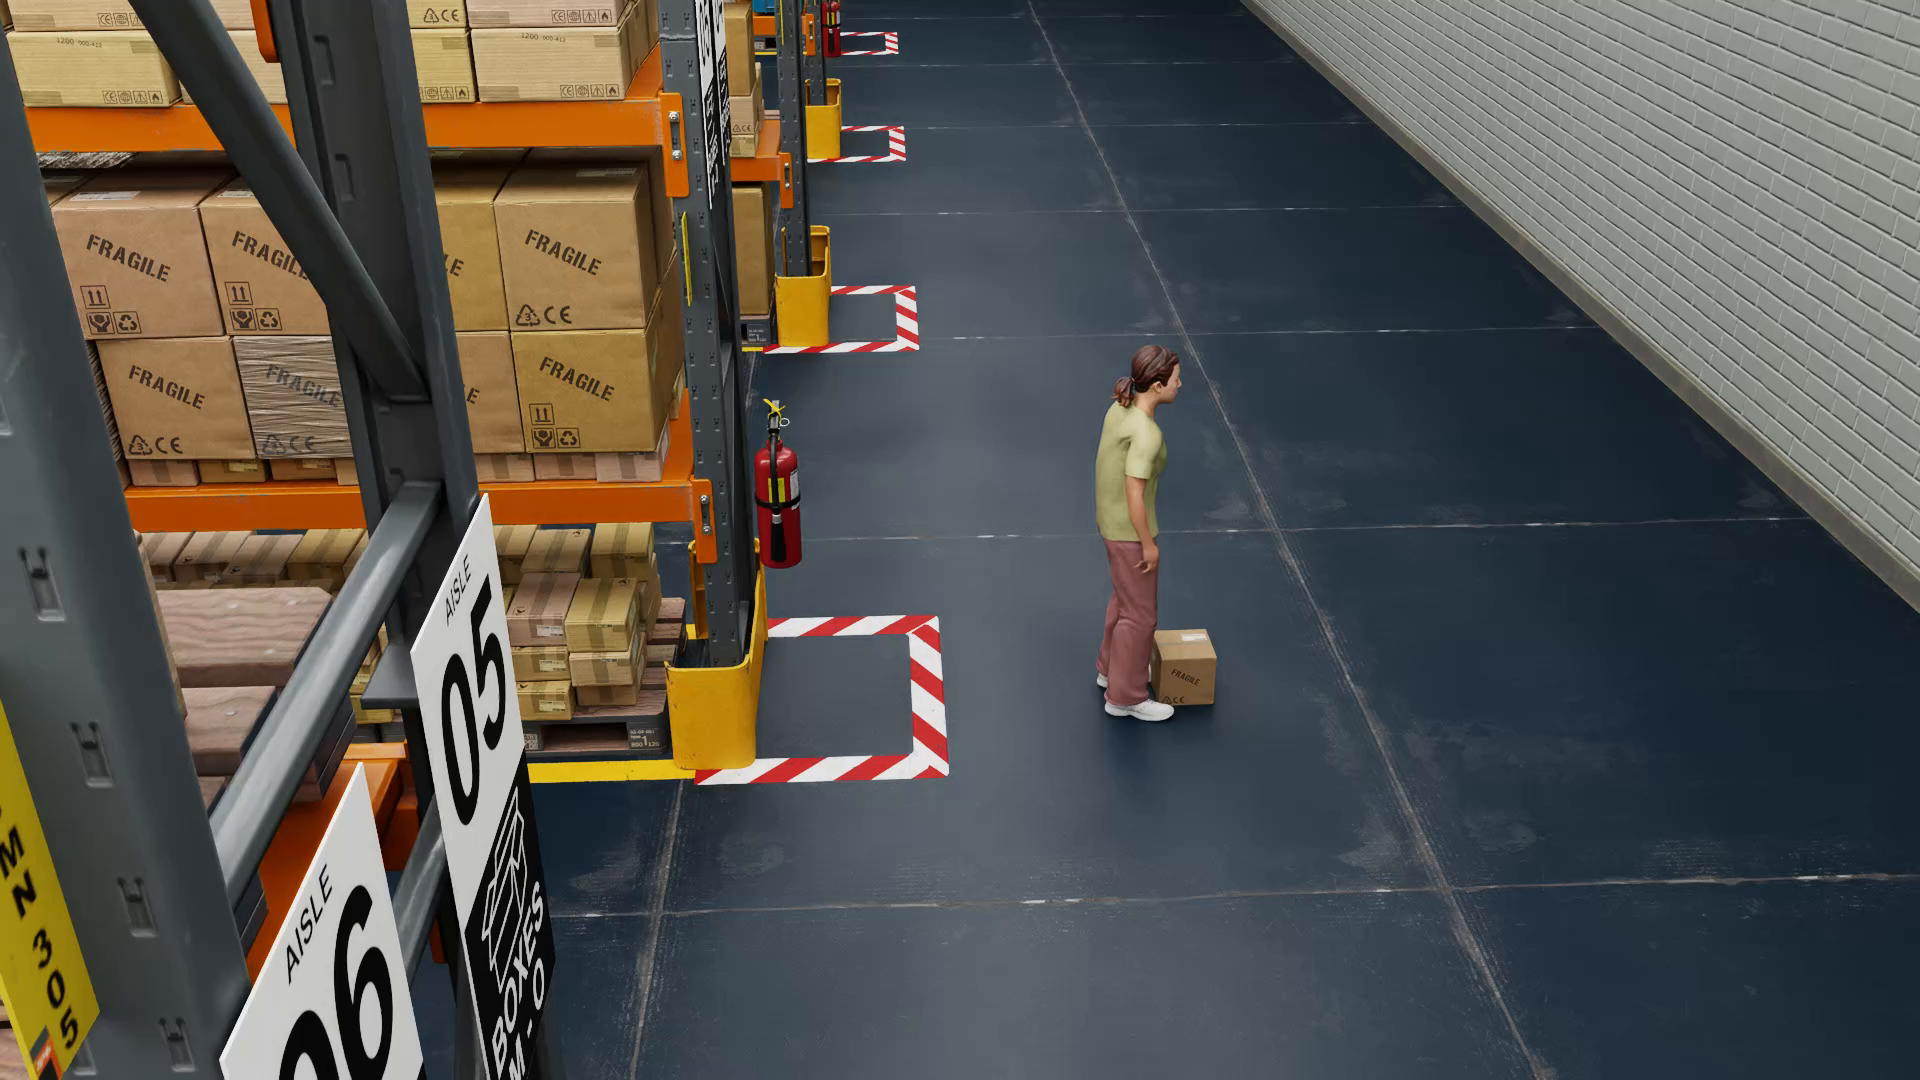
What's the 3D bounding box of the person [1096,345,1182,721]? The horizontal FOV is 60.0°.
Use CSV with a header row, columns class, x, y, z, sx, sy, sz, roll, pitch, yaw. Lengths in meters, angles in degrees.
class,x,y,z,sx,sy,sz,roll,pitch,yaw
person,0.766,-0.045,7.208,0.357,1.673,0.520,-3,28,-5
